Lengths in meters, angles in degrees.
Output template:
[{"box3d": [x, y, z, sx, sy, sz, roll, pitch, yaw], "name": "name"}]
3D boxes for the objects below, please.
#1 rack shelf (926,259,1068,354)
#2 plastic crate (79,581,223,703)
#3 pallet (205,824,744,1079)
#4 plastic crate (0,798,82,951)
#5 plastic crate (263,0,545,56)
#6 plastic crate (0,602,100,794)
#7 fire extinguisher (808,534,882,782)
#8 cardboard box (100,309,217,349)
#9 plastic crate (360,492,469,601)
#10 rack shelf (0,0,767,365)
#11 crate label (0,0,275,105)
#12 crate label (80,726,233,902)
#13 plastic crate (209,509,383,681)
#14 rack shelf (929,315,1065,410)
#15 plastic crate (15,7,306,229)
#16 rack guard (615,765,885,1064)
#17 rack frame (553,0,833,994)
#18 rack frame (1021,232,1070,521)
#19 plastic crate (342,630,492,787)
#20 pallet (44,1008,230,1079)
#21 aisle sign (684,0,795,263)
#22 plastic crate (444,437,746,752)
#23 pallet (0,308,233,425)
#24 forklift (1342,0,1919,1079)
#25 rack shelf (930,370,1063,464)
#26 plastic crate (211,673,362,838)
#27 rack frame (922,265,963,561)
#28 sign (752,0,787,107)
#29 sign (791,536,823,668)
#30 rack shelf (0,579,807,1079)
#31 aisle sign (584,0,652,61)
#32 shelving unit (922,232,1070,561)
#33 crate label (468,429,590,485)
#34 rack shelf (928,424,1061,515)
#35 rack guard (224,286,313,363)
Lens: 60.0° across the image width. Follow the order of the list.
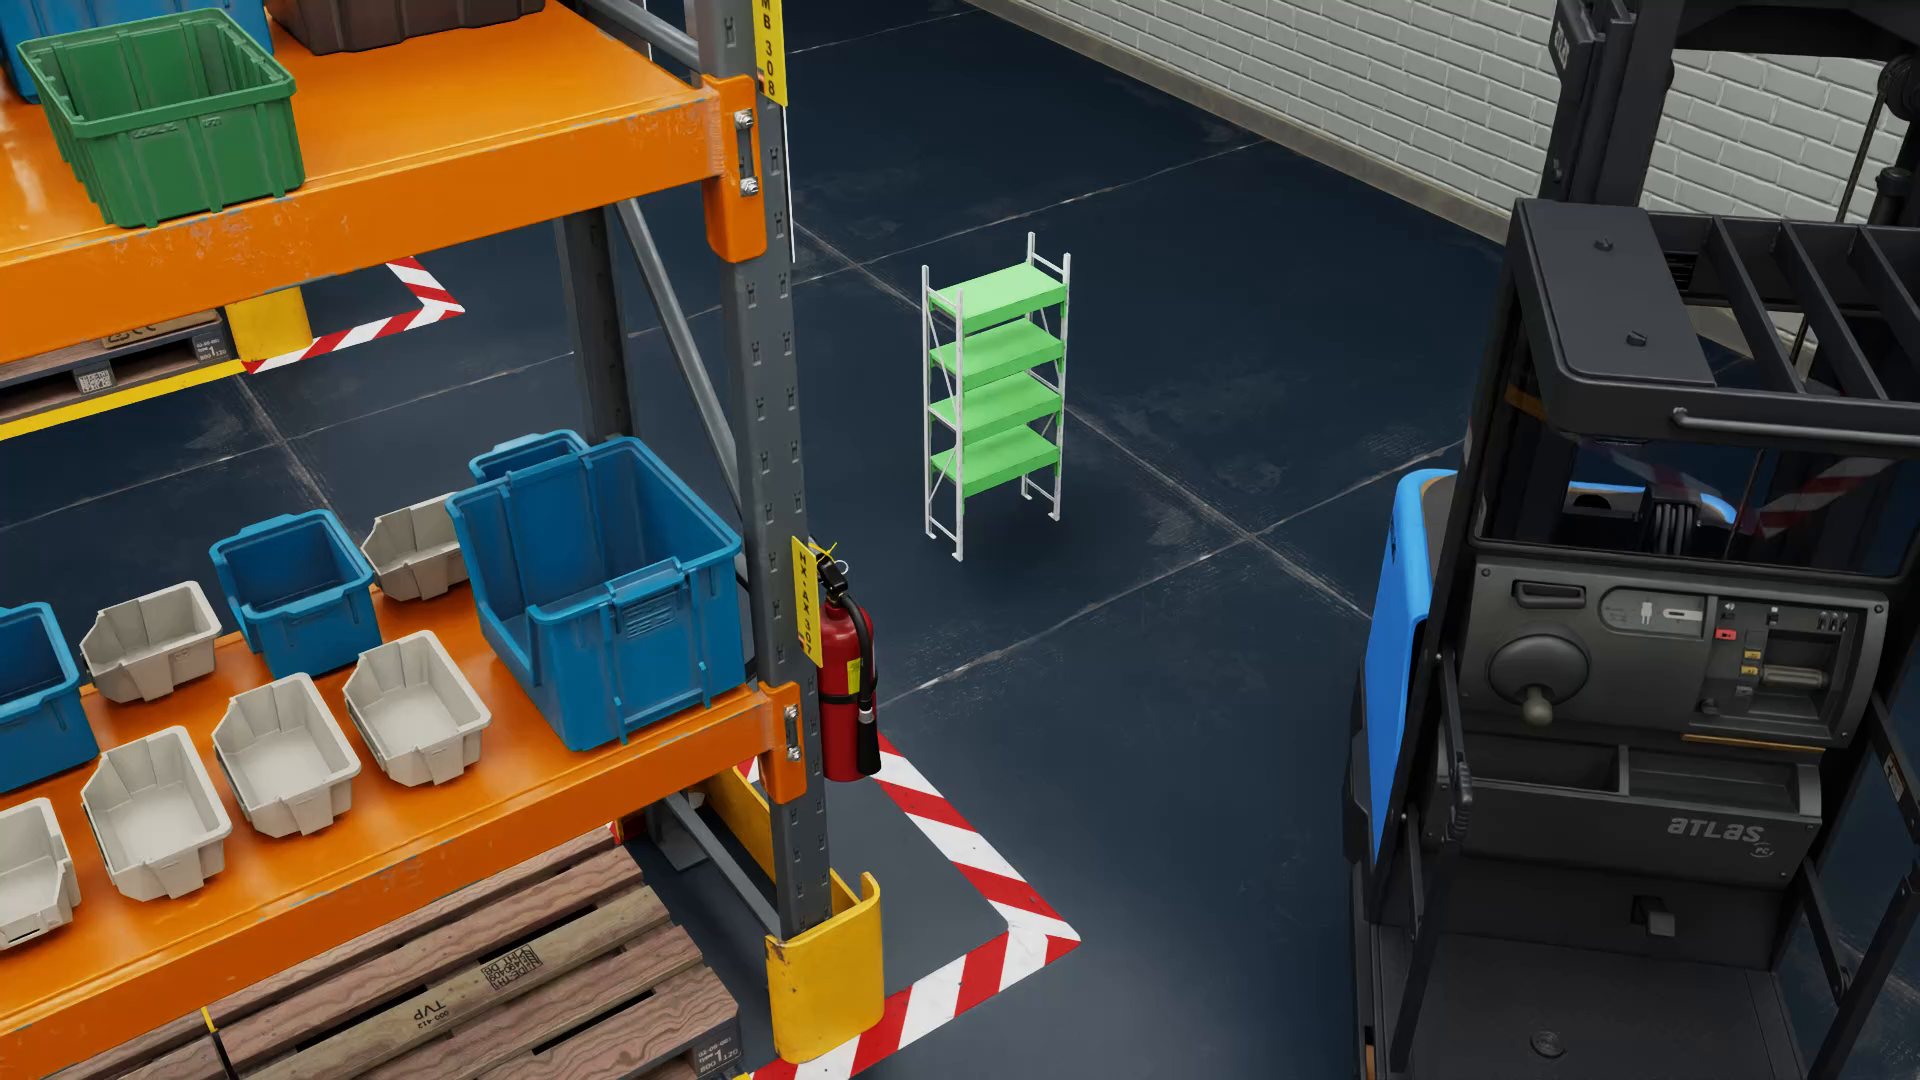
[{"box3d": [0.135, -0.881, 6.234, 0.480, 0.148, 0.258, -22, 41, -28], "name": "rack shelf"}, {"box3d": [-1.938, 0.260, 3.994, 0.298, 0.136, 0.250, -22, 41, -28], "name": "plastic crate"}, {"box3d": [-1.379, 1.346, 4.698, 1.213, 0.211, 1.003, -22, 41, -28], "name": "pallet"}, {"box3d": [-1.935, 0.703, 3.378, 0.250, 0.136, 0.298, -22, 41, -28], "name": "plastic crate"}, {"box3d": [-1.158, -1.213, 3.411, 0.590, 0.269, 0.497, -22, 41, -28], "name": "plastic crate"}, {"box3d": [-2.150, 0.367, 3.762, 0.300, 0.233, 0.416, -22, 41, -28], "name": "plastic crate"}, {"box3d": [-0.298, 0.304, 4.144, 0.183, 0.674, 0.296, -22, 41, -28], "name": "fire extinguisher"}, {"box3d": [-3.836, -1.274, 7.716, 0.500, 0.500, 0.500, -22, 41, -28], "name": "cardboard box"}, {"box3d": [-1.384, 0.032, 4.311, 0.298, 0.136, 0.250, -22, 41, -28], "name": "plastic crate"}, {"box3d": [-2.317, -0.298, 2.643, 4.000, 0.370, 1.077, -22, 41, -28], "name": "rack shelf"}, {"box3d": [-1.623, -1.046, 3.194, 0.502, 0.251, 0.408, -22, 41, -28], "name": "crate label"}, {"box3d": [-1.704, 0.594, 3.529, 0.243, 0.136, 0.396, -22, 41, -28], "name": "crate label"}, {"box3d": [-1.612, 0.146, 4.070, 0.300, 0.233, 0.416, -22, 41, -28], "name": "plastic crate"}, {"box3d": [0.135, -0.686, 6.374, 0.480, 0.148, 0.258, -22, 41, -28], "name": "rack shelf"}, {"box3d": [-1.324, -0.709, 2.779, 0.336, 0.188, 0.450, -22, 41, -28], "name": "plastic crate"}, {"box3d": [-0.670, 0.955, 4.993, 0.348, 0.500, 1.175, -22, 41, -28], "name": "rack guard"}, {"box3d": [-0.683, -0.045, 4.244, 0.127, 3.000, 1.000, -22, 41, -28], "name": "rack frame"}, {"box3d": [0.335, -0.625, 6.591, 0.015, 1.200, 0.240, -22, 41, -28], "name": "rack frame"}, {"box3d": [-1.245, 0.398, 3.802, 0.243, 0.136, 0.396, -22, 41, -28], "name": "plastic crate"}, {"box3d": [-2.375, 1.754, 4.131, 1.213, 0.211, 1.003, -22, 41, -28], "name": "pallet"}, {"box3d": [-0.455, -0.985, 3.324, 0.004, 0.787, 0.394, -22, 41, -28], "name": "aisle sign"}, {"box3d": [-0.849, 0.118, 3.935, 0.499, 0.435, 0.616, -22, 41, -28], "name": "plastic crate"}, {"box3d": [-4.246, -0.984, 7.938, 1.213, 0.211, 1.003, -22, 41, -28], "name": "pallet"}, {"box3d": [1.649, 0.340, 3.767, 1.130, 2.935, 3.031, 5, 36, 7], "name": "forklift"}, {"box3d": [0.135, -0.491, 6.514, 0.480, 0.148, 0.258, -22, 41, -28], "name": "rack shelf"}, {"box3d": [-1.490, 0.489, 3.676, 0.243, 0.136, 0.396, -22, 41, -28], "name": "plastic crate"}, {"box3d": [-0.064, -0.461, 6.363, 0.015, 1.200, 0.240, -22, 41, -28], "name": "rack frame"}, {"box3d": [-0.352, -0.963, 3.041, 0.005, 0.325, 0.100, -22, 41, -28], "name": "sign"}, {"box3d": [-0.352, 0.146, 3.839, 0.005, 0.325, 0.100, -22, 41, -28], "name": "sign"}, {"box3d": [-2.317, 0.920, 3.518, 4.000, 0.370, 1.077, -22, 41, -28], "name": "rack shelf"}, {"box3d": [-0.795, -1.266, 3.715, 0.004, 0.787, 0.394, -22, 41, -28], "name": "aisle sign"}, {"box3d": [0.135, -0.543, 6.477, 0.503, 1.200, 0.258, -22, 41, -28], "name": "shelving unit"}, {"box3d": [-1.074, -0.076, 4.378, 0.303, 0.233, 0.416, -22, 41, -28], "name": "crate label"}, {"box3d": [0.135, -0.296, 6.655, 0.480, 0.148, 0.258, -22, 41, -28], "name": "rack shelf"}, {"box3d": [-3.595, -1.370, 8.227, 0.348, 0.500, 1.175, -22, 41, -28], "name": "rack guard"}]
